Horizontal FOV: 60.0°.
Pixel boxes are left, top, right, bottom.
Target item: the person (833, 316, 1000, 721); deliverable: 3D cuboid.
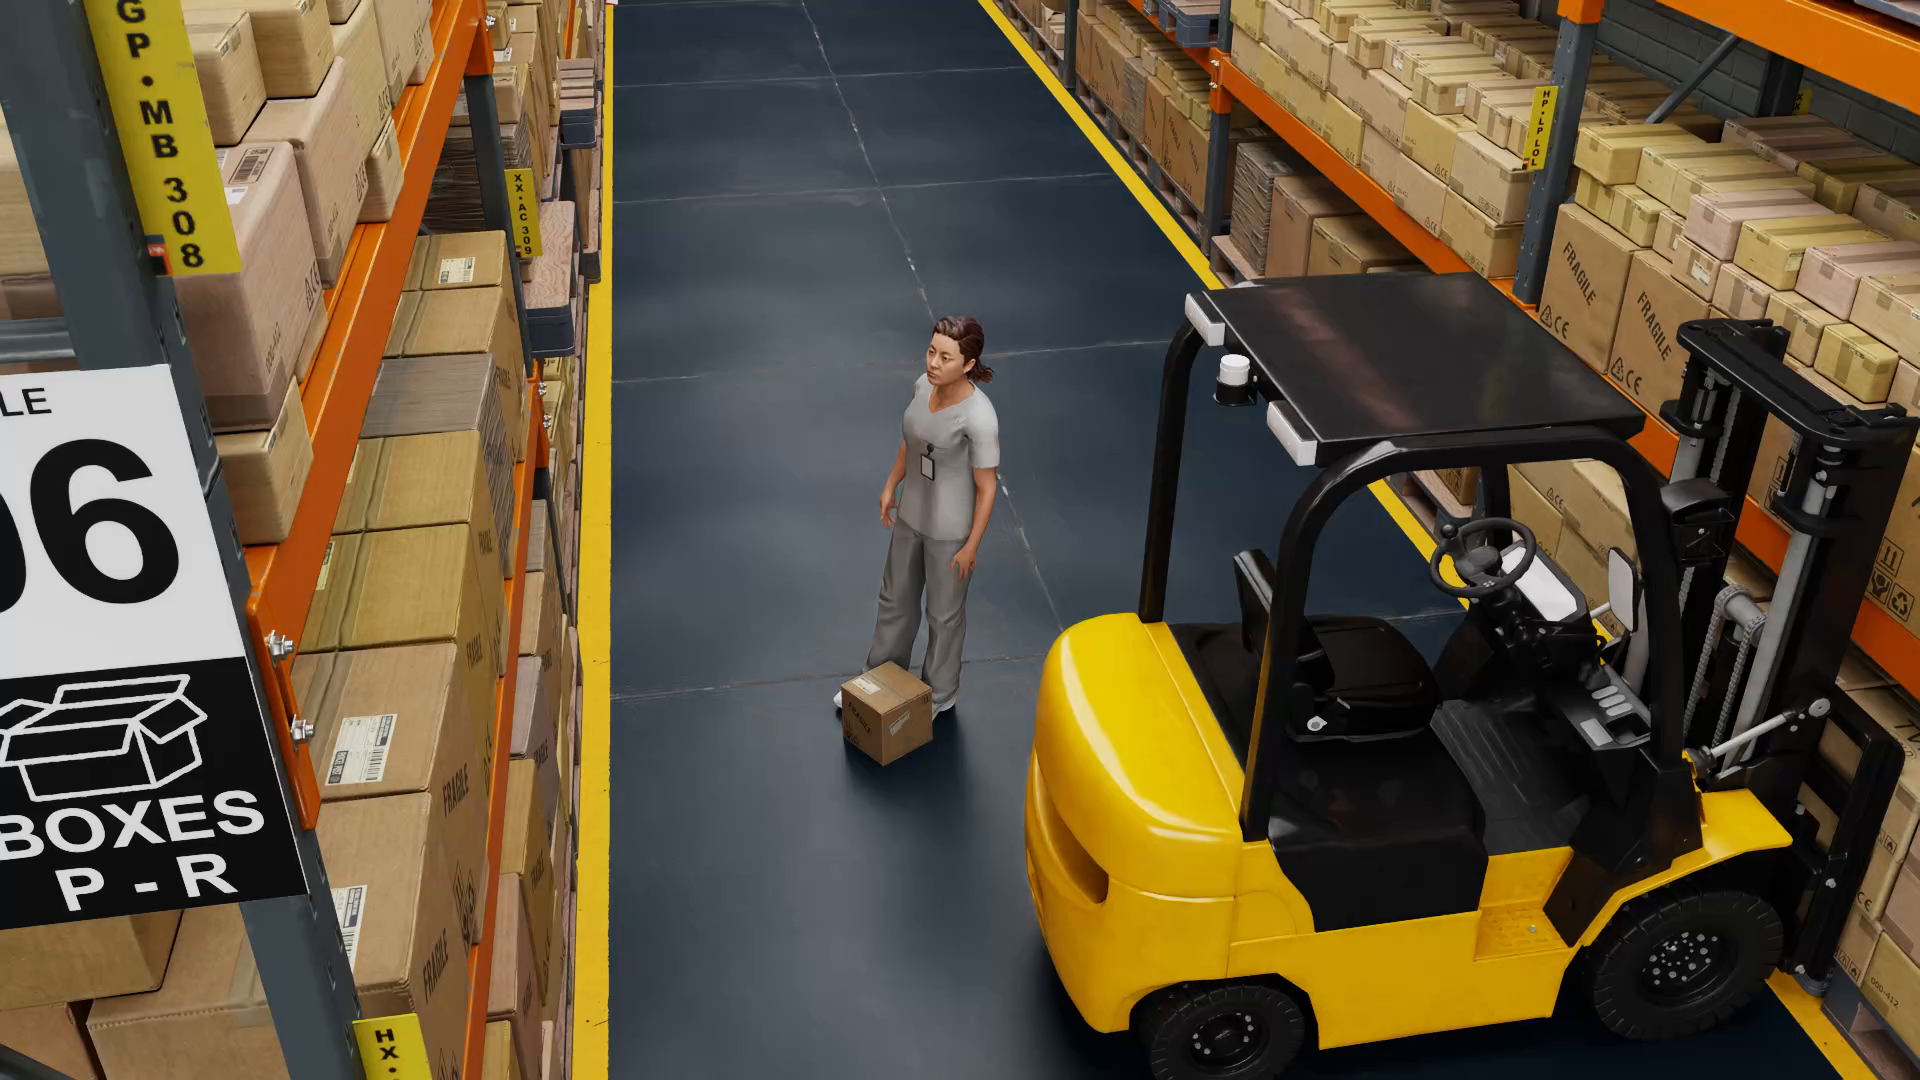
[{"bbox_3d":[-0.139,-0.040,6.181,0.548,1.674,0.549,-23,38,-33],"label":"person"}]
